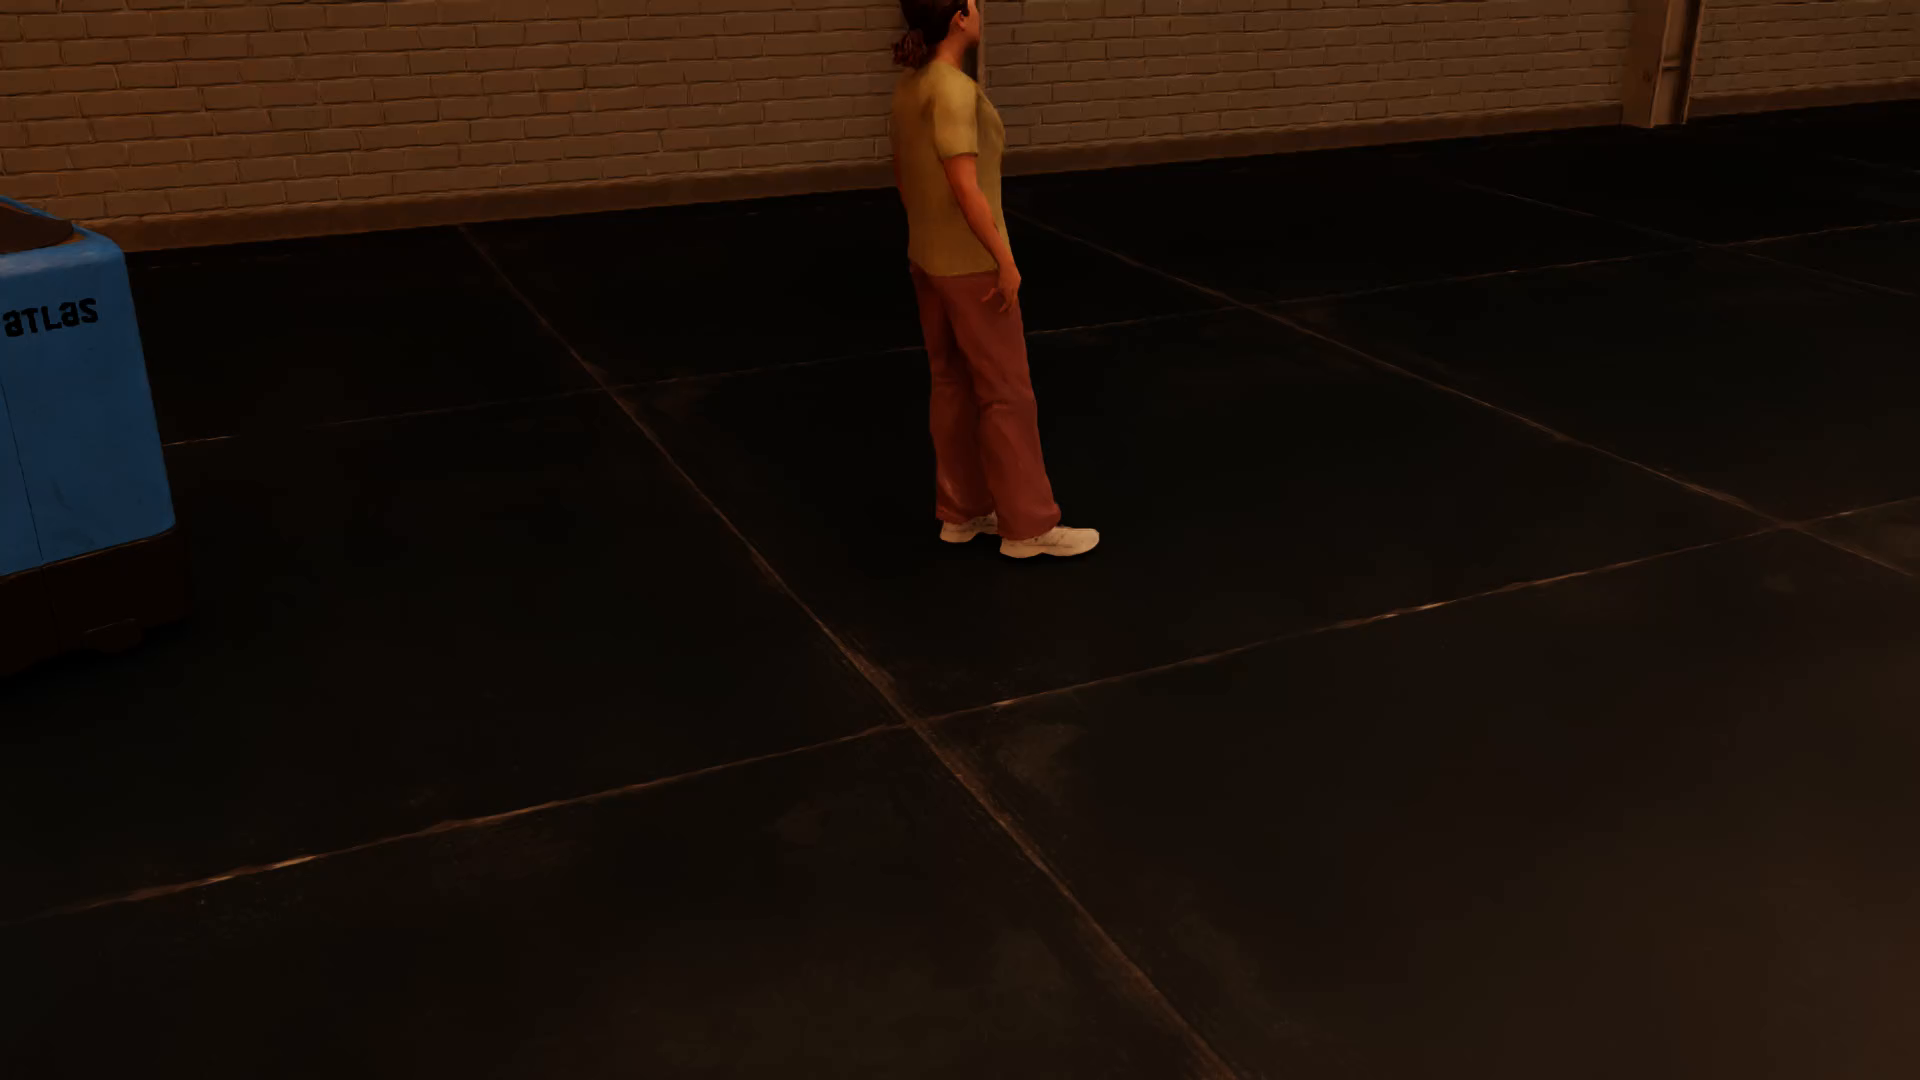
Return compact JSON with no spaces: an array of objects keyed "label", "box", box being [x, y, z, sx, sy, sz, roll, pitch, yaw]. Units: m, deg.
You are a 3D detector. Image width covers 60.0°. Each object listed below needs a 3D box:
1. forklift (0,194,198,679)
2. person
[{"label":"forklift","box":[-3.454,-0.831,3.286,1.130,2.935,3.031,21,30,41]},{"label":"person","box":[0.072,-0.789,4.802,0.548,1.674,0.554,-10,25,-23]}]
